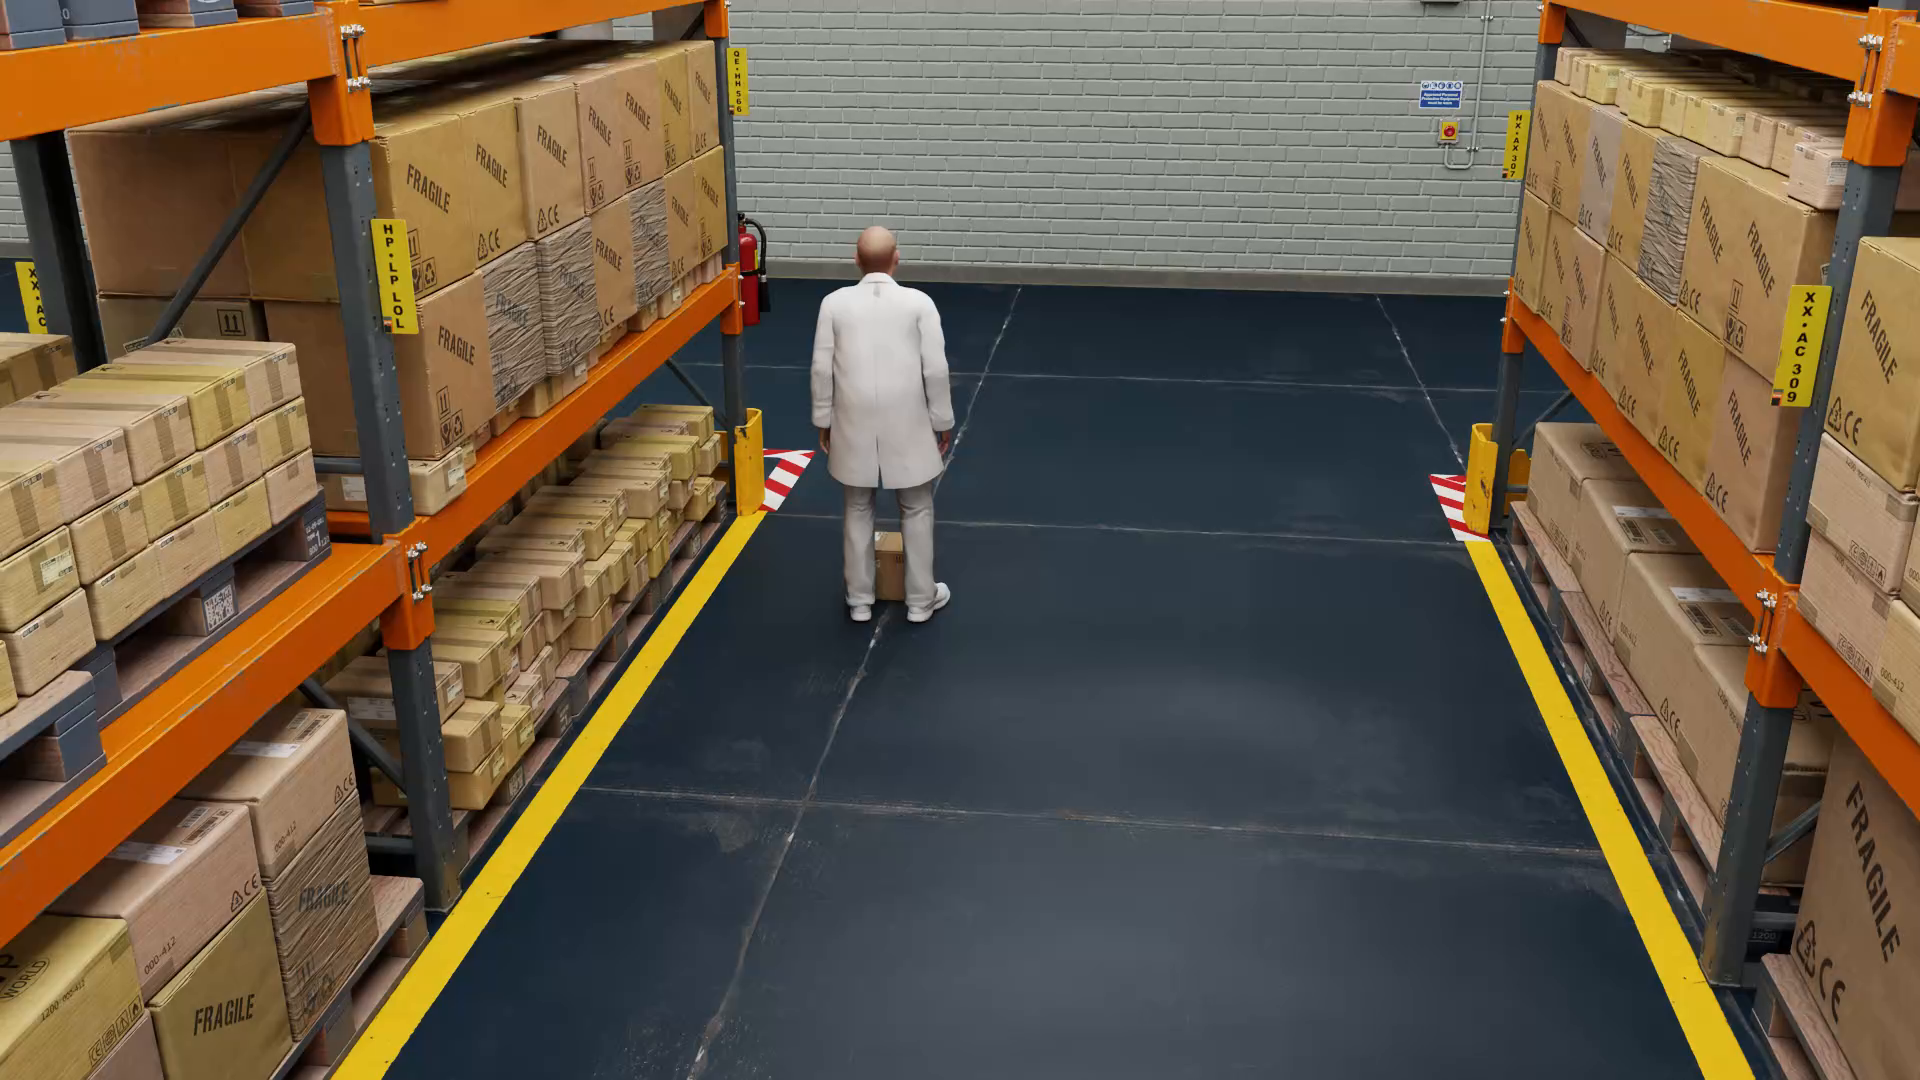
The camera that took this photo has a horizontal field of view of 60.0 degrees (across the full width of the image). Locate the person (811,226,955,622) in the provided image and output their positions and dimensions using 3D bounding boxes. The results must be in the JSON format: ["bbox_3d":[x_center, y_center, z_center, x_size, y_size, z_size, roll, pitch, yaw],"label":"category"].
[{"bbox_3d":[-0.344,-0.503,7.422,0.643,1.775,0.426,2,21,5],"label":"person"}]
